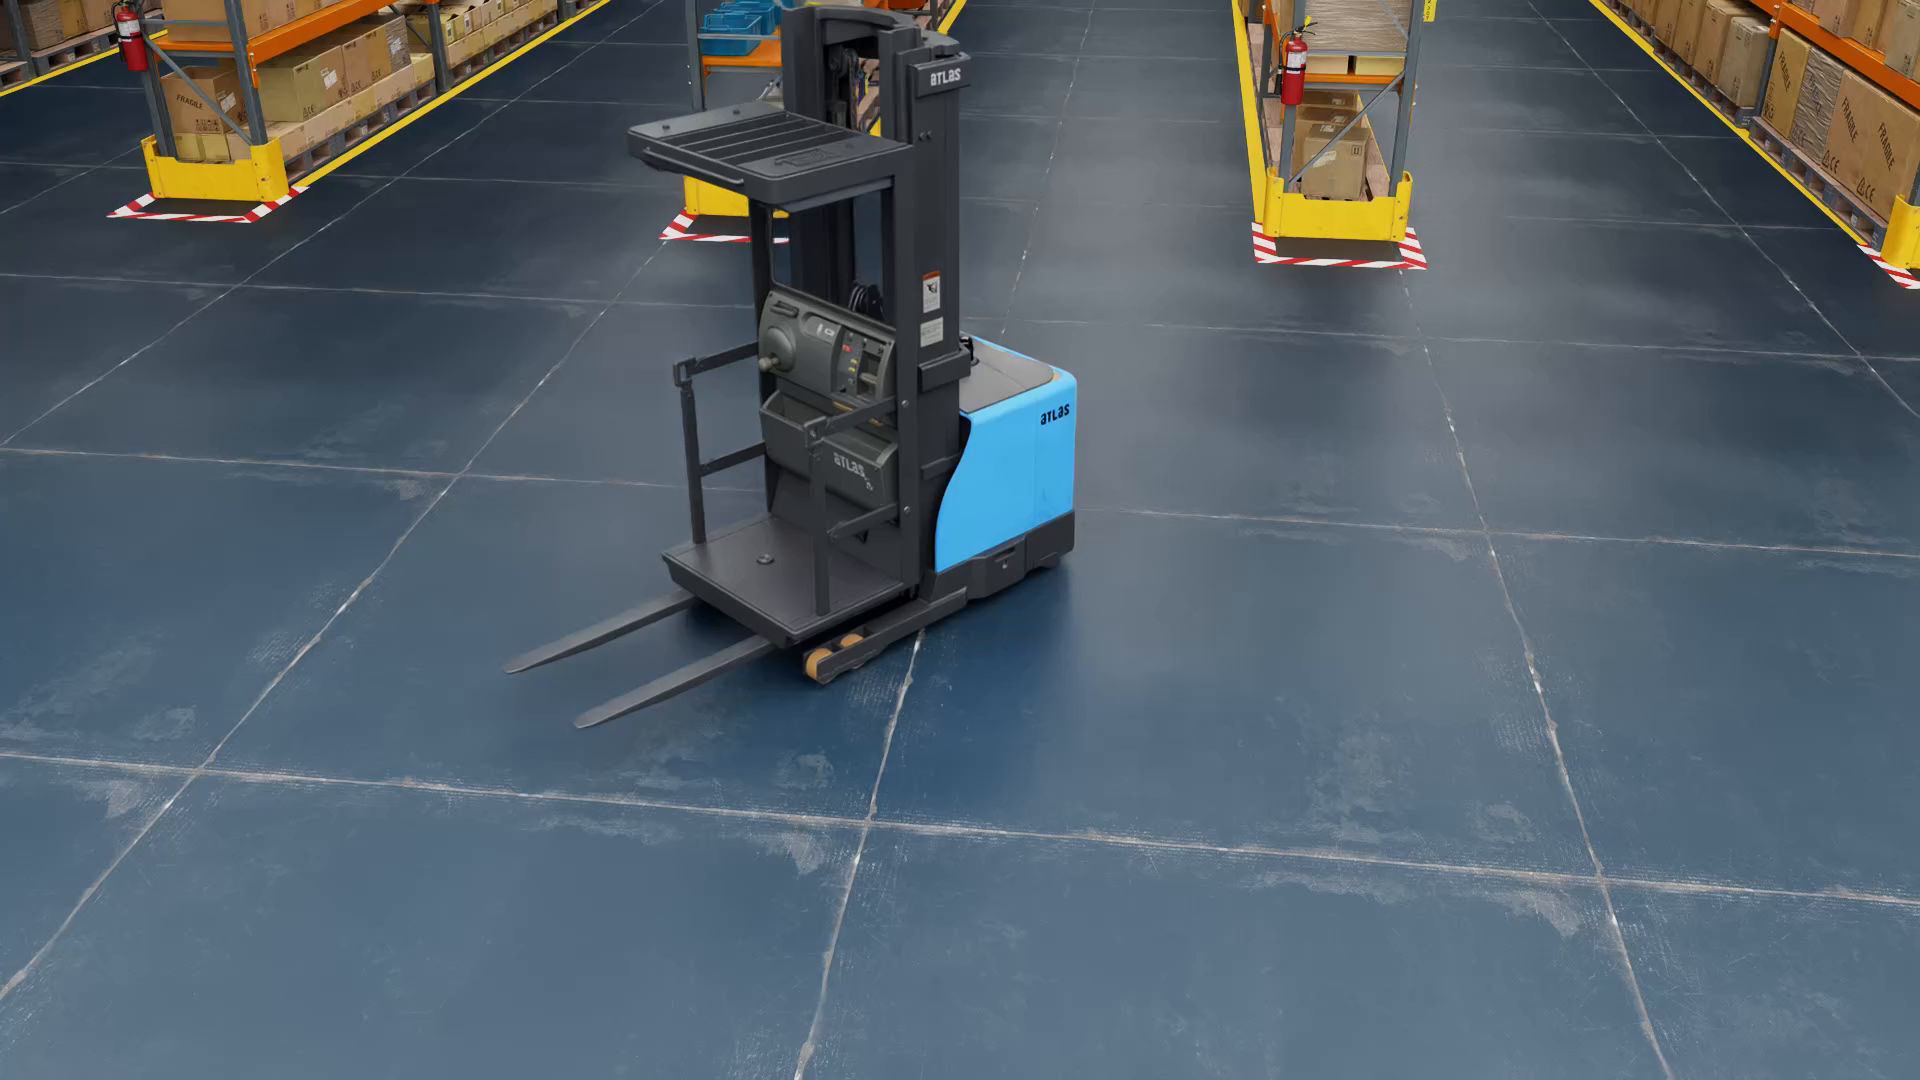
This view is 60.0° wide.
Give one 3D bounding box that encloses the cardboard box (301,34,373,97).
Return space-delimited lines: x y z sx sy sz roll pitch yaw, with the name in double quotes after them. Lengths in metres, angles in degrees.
-6.211 -4.715 16.505 0.500 0.500 0.500 3 28 6 "cardboard box"

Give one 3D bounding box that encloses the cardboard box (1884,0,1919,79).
8.103 -4.055 13.457 0.875 0.550 0.550 3 28 6 "cardboard box"

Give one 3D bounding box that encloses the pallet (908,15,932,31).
-0.922 -6.351 20.817 1.003 0.211 1.213 3 28 6 "pallet"

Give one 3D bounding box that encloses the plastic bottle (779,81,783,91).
-1.793 -4.535 16.918 0.097 0.271 0.097 0 28 0 "plastic bottle"

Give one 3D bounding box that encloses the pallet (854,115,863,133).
-1.549 -3.941 16.343 1.003 0.211 1.213 3 28 6 "pallet"

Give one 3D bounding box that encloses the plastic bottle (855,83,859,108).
-1.074 -4.567 16.965 0.061 0.283 0.133 5 29 10 "plastic bottle"

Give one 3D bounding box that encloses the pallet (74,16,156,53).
-10.870 -6.349 20.812 1.003 0.211 1.213 3 28 6 "pallet"

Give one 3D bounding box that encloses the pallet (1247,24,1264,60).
4.030 -6.058 20.272 1.003 0.211 1.213 3 28 6 "pallet"

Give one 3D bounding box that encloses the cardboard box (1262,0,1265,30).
4.065 -6.430 20.195 0.700 0.500 0.500 2 28 4 "cardboard box"

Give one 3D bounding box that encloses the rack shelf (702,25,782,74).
-1.524 -4.886 15.710 0.919 0.124 3.809 3 28 6 "rack shelf"

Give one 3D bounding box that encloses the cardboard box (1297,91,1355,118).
3.375 -3.842 15.412 0.500 0.500 0.500 6 29 11 "cardboard box"

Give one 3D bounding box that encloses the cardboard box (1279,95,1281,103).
3.548 -4.669 16.947 0.500 0.500 0.500 3 28 5 "cardboard box"

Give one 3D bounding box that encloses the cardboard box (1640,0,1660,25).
8.859 -6.727 20.767 0.500 0.500 0.500 3 28 6 "cardboard box"

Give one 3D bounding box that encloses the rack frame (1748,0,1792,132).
8.547 -5.435 16.175 1.000 3.000 0.127 3 28 6 "rack frame"

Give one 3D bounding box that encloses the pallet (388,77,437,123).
-6.333 -4.749 17.842 1.003 0.211 1.213 3 28 6 "pallet"

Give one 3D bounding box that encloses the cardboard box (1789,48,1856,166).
8.294 -3.968 15.250 0.875 0.875 0.875 4 29 7 "cardboard box"

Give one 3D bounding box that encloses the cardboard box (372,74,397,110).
-6.152 -4.620 17.120 0.500 0.250 0.500 3 28 6 "cardboard box"

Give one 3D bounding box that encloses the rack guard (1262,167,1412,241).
3.156 -2.823 13.963 1.175 0.500 0.348 3 28 6 "rack guard"

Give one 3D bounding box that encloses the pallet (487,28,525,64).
-5.996 -6.045 20.249 1.003 0.211 1.213 3 28 6 "pallet"

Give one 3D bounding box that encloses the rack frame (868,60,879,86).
-1.279 -6.058 17.333 1.000 3.000 0.127 3 28 6 "rack frame"

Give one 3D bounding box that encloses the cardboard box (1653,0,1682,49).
8.874 -6.231 19.582 1.050 0.750 0.750 3 28 6 "cardboard box"

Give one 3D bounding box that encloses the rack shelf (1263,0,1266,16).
1.464 -7.758 18.322 5.951 3.145 4.000 3 28 6 "rack shelf"

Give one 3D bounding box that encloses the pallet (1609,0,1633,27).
9.287 -7.030 22.077 1.003 0.211 1.213 3 28 6 "pallet"

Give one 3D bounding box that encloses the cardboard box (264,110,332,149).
-6.340 -3.915 15.810 0.500 0.250 0.500 3 28 6 "cardboard box"

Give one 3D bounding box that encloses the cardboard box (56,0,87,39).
-11.024 -6.321 19.992 0.700 0.500 0.500 3 28 5 "cardboard box"

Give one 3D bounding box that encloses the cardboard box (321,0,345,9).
-6.427 -5.457 16.111 0.700 0.500 0.500 4 29 8 "cardboard box"

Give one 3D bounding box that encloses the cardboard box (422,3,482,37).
-5.830 -5.985 19.061 0.500 0.311 0.500 3 28 6 "cardboard box"

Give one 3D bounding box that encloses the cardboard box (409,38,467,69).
-5.899 -5.498 18.749 0.500 0.250 0.500 3 28 5 "cardboard box"

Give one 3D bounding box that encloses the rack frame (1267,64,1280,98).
3.640 -5.770 16.798 0.949 2.616 0.053 3 28 6 "rack frame"

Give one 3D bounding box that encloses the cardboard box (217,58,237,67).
-6.806 -4.511 16.126 0.500 0.500 0.500 3 28 6 "cardboard box"

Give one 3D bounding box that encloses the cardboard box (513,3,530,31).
-5.651 -6.464 20.542 0.500 0.250 0.500 4 29 7 "cardboard box"

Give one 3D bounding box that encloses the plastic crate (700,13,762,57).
-2.004 -4.363 14.343 0.499 0.251 0.616 3 28 6 "plastic crate"

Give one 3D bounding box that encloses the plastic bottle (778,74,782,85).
-1.812 -4.641 17.031 0.144 0.351 0.185 2 28 4 "plastic bottle"

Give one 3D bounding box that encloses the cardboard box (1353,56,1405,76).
3.419 -3.897 13.587 0.380 0.149 0.250 3 28 6 "cardboard box"

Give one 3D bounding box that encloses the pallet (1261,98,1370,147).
3.590 -4.225 16.869 1.003 0.211 1.213 3 28 6 "pallet"

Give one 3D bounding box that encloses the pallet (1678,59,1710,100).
8.714 -5.151 18.588 1.003 0.211 1.213 3 28 6 "pallet"

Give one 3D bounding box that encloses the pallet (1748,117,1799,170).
8.377 -3.854 16.181 1.003 0.211 1.213 3 28 6 "pallet"

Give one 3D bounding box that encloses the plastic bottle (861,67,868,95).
-1.010 -4.811 17.417 0.061 0.283 0.133 5 29 9 "plastic bottle"

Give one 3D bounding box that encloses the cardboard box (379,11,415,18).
-6.429 -5.777 18.675 0.500 0.311 0.500 3 28 6 "cardboard box"

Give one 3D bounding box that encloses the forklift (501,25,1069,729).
-0.830 -0.838 7.782 2.937 2.867 1.118 -24 37 -37 "forklift"

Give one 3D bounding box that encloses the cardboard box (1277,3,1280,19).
3.142 -4.869 15.391 0.380 0.149 0.250 3 28 6 "cardboard box"
